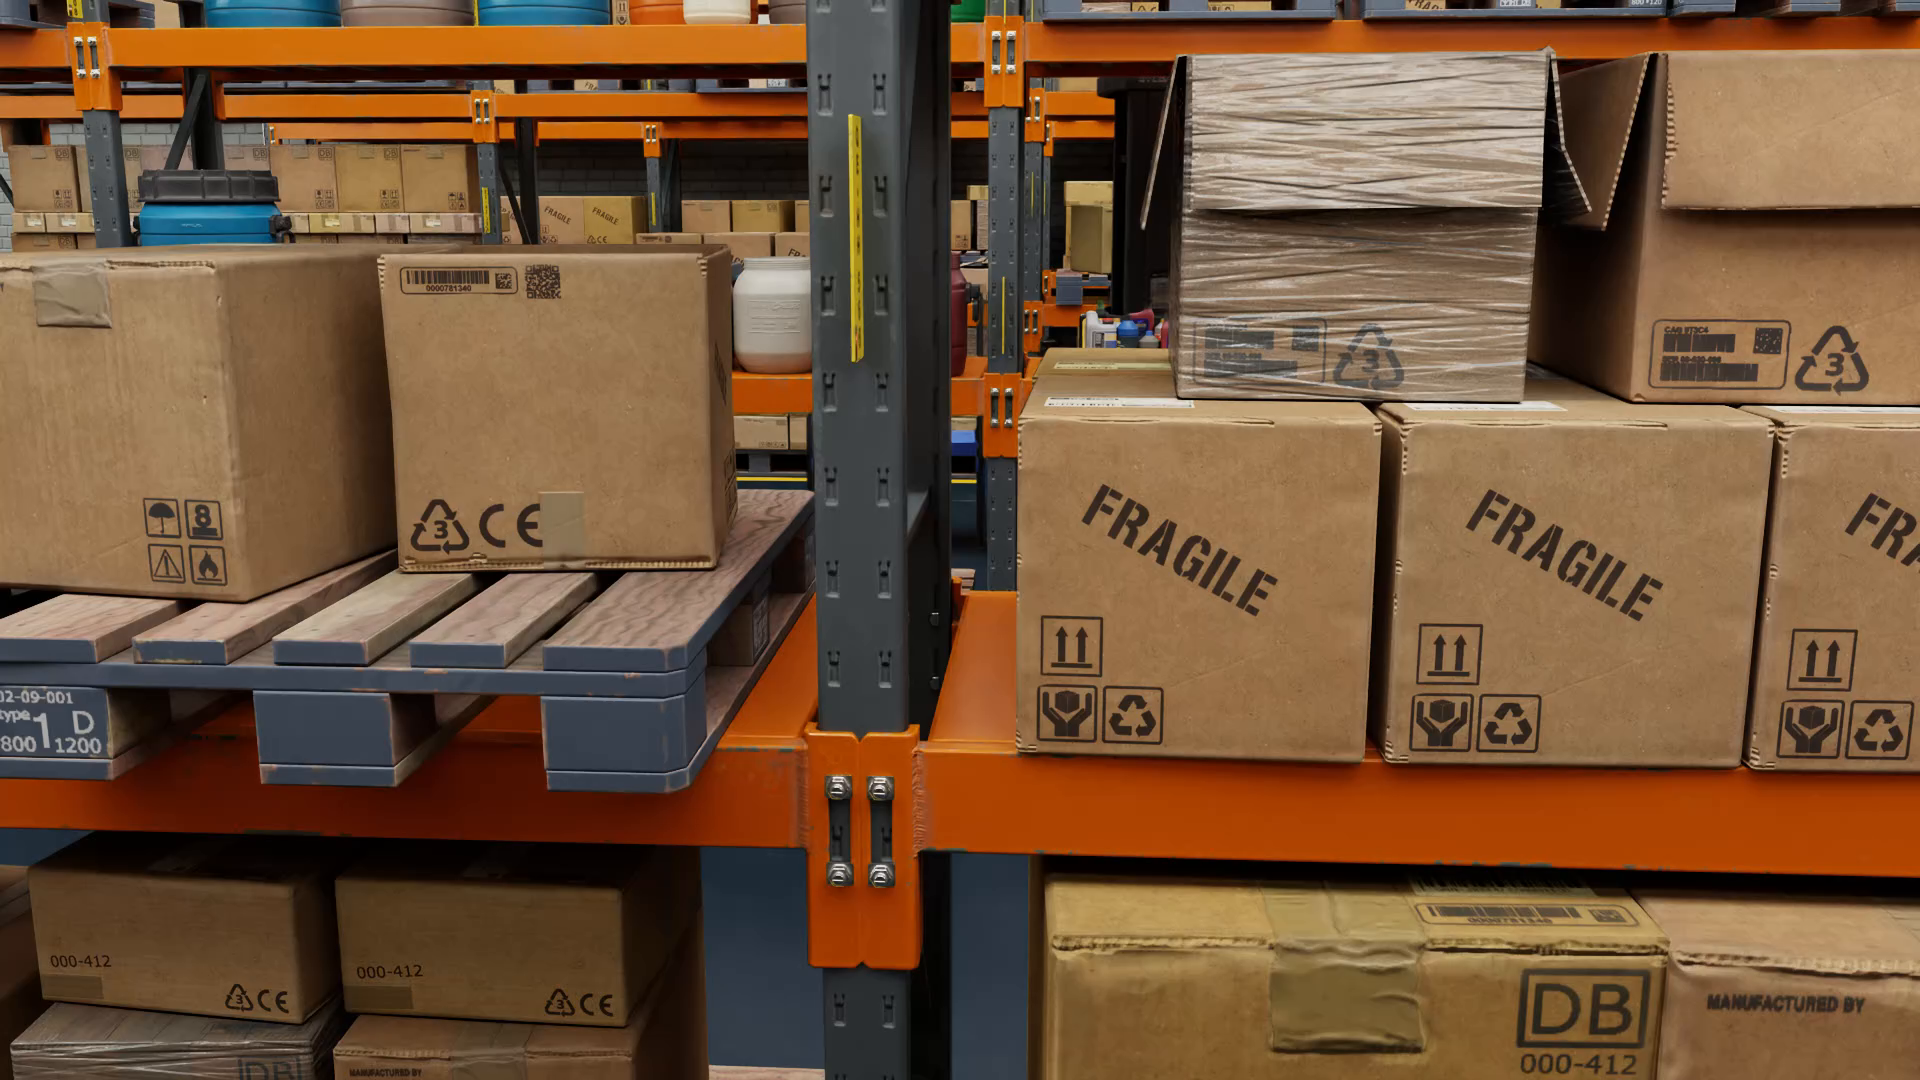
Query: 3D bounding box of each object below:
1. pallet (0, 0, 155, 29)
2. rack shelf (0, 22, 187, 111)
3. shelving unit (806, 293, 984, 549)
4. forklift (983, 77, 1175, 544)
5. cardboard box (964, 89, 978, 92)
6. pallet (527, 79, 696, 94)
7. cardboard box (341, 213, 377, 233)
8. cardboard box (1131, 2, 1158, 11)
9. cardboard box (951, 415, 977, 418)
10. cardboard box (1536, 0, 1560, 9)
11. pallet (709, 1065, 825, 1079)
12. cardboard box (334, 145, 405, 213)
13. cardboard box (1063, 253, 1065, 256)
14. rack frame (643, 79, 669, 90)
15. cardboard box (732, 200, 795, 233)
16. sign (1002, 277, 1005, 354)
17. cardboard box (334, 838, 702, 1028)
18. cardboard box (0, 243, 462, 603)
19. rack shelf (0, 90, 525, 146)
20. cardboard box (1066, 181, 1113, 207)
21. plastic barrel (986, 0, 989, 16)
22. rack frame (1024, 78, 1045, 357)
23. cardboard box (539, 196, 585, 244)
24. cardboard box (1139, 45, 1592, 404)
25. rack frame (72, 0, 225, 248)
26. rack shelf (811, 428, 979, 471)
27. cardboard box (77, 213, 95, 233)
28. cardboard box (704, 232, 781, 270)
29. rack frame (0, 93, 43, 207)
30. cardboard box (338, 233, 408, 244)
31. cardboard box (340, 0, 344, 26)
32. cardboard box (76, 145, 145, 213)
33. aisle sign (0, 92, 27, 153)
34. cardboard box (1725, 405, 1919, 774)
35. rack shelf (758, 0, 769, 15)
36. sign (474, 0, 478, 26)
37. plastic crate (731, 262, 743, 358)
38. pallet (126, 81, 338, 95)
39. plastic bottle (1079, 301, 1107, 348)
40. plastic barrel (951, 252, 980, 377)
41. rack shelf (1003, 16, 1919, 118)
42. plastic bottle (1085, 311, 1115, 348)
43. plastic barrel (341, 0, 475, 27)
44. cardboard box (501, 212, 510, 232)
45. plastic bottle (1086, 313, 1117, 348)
[{"bbox_3d":[-4.500,-2.423,7.661,1.003,0.211,1.213,1,12,4],"label":"pallet"},{"bbox_3d":[-5.769,-2.201,7.894,4.000,0.370,1.077,1,12,4],"label":"rack shelf"},{"bbox_3d":[-0.387,-0.727,10.082,1.048,1.500,0.538,0,12,0],"label":"shelving unit"},{"bbox_3d":[1.652,-1.437,9.982,3.031,2.935,1.130,0,12,0],"label":"forklift"},{"bbox_3d":[0.143,-4.416,16.894,0.500,0.311,0.500,1,12,4],"label":"cardboard box"},{"bbox_3d":[-2.558,-3.434,12.502,1.217,0.209,0.805,0,12,1],"label":"pallet"},{"bbox_3d":[-4.494,-2.406,12.615,0.250,0.149,0.380,1,12,4],"label":"cardboard box"},{"bbox_3d":[1.496,-4.007,12.085,0.500,0.500,0.500,1,12,4],"label":"cardboard box"},{"bbox_3d":[0.013,-1.106,12.547,0.500,0.311,0.500,1,12,5],"label":"cardboard box"},{"bbox_3d":[4.046,-3.753,12.045,0.600,0.600,0.600,0,12,-2],"label":"cardboard box"},{"bbox_3d":[-0.893,1.363,3.236,1.213,0.211,1.003,1,12,4],"label":"pallet"},{"bbox_3d":[-4.386,-2.765,12.746,0.500,0.500,0.700,1,12,4],"label":"cardboard box"},{"bbox_3d":[1.222,-2.961,17.663,0.250,0.149,0.380,1,12,5],"label":"cardboard box"},{"bbox_3d":[-3.111,-6.018,17.058,0.127,3.000,1.000,1,12,4],"label":"rack frame"},{"bbox_3d":[-2.049,-3.323,17.507,0.500,0.500,0.700,2,12,10],"label":"cardboard box"},{"bbox_3d":[0.188,-0.970,7.181,0.005,0.325,0.100,1,12,4],"label":"sign"},{"bbox_3d":[-0.784,0.647,3.047,0.500,0.250,0.500,1,12,6],"label":"cardboard box"},{"bbox_3d":[-1.218,-0.232,2.780,0.500,0.500,0.700,3,12,12],"label":"cardboard box"},{"bbox_3d":[-5.434,-3.213,12.732,4.000,0.370,1.077,1,12,4],"label":"rack shelf"},{"bbox_3d":[1.344,-3.539,17.008,0.500,0.250,0.500,1,12,5],"label":"cardboard box"},{"bbox_3d":[-0.072,-2.592,7.736,0.421,0.512,0.421,0,12,0],"label":"plastic barrel"},{"bbox_3d":[0.552,-2.015,12.573,0.127,3.000,1.000,1,12,4],"label":"rack frame"},{"bbox_3d":[-4.102,-3.334,17.365,0.500,0.500,0.500,1,12,3],"label":"cardboard box"},{"bbox_3d":[0.615,-0.517,2.721,0.637,0.503,0.797,1,12,6],"label":"cardboard box"},{"bbox_3d":[-3.773,-1.057,7.997,0.127,3.000,1.000,1,12,4],"label":"rack frame"},{"bbox_3d":[-0.387,-0.551,10.119,1.000,0.185,0.538,0,12,0],"label":"rack shelf"},{"bbox_3d":[-6.540,-2.434,12.751,0.250,0.149,0.380,1,12,4],"label":"cardboard box"},{"bbox_3d":[-1.648,-2.090,12.691,0.500,0.500,0.500,1,12,4],"label":"cardboard box"},{"bbox_3d":[-7.430,-2.124,13.096,0.127,3.000,1.000,1,12,4],"label":"rack frame"},{"bbox_3d":[-4.408,-2.129,12.875,0.500,0.500,0.700,1,12,3],"label":"cardboard box"},{"bbox_3d":[-5.073,-3.910,12.690,0.637,0.503,0.797,2,12,10],"label":"cardboard box"},{"bbox_3d":[-6.387,-2.792,12.877,0.500,0.500,0.700,0,12,2],"label":"cardboard box"},{"bbox_3d":[-7.476,-3.457,13.121,0.004,0.787,0.394,1,12,4],"label":"aisle sign"},{"bbox_3d":[1.380,0.035,2.529,0.500,0.500,0.500,1,12,3],"label":"cardboard box"},{"bbox_3d":[-1.116,-5.442,17.042,4.000,0.370,1.077,1,12,4],"label":"rack shelf"},{"bbox_3d":[-3.474,-3.716,11.924,0.005,0.325,0.100,1,12,4],"label":"sign"},{"bbox_3d":[-1.374,-1.119,8.133,0.583,0.464,0.402,1,12,4],"label":"plastic crate"},{"bbox_3d":[-5.505,-3.518,12.649,1.213,0.211,1.003,1,12,4],"label":"pallet"},{"bbox_3d":[0.650,-1.027,8.137,0.133,0.283,0.061,1,12,4],"label":"plastic bottle"},{"bbox_3d":[-0.266,-1.014,7.456,0.708,0.536,0.600,1,12,4],"label":"plastic barrel"},{"bbox_3d":[2.213,-2.091,7.371,4.000,0.370,1.077,1,12,4],"label":"rack shelf"},{"bbox_3d":[0.638,-0.901,7.552,0.135,0.276,0.152,1,12,4],"label":"plastic bottle"},{"bbox_3d":[-2.599,-2.799,7.774,0.600,0.901,0.600,0,12,0],"label":"plastic barrel"},{"bbox_3d":[-3.694,-2.479,12.964,0.250,0.149,0.380,1,12,4],"label":"cardboard box"},{"bbox_3d":[0.628,-0.870,7.404,0.135,0.276,0.152,1,12,4],"label":"plastic bottle"}]
